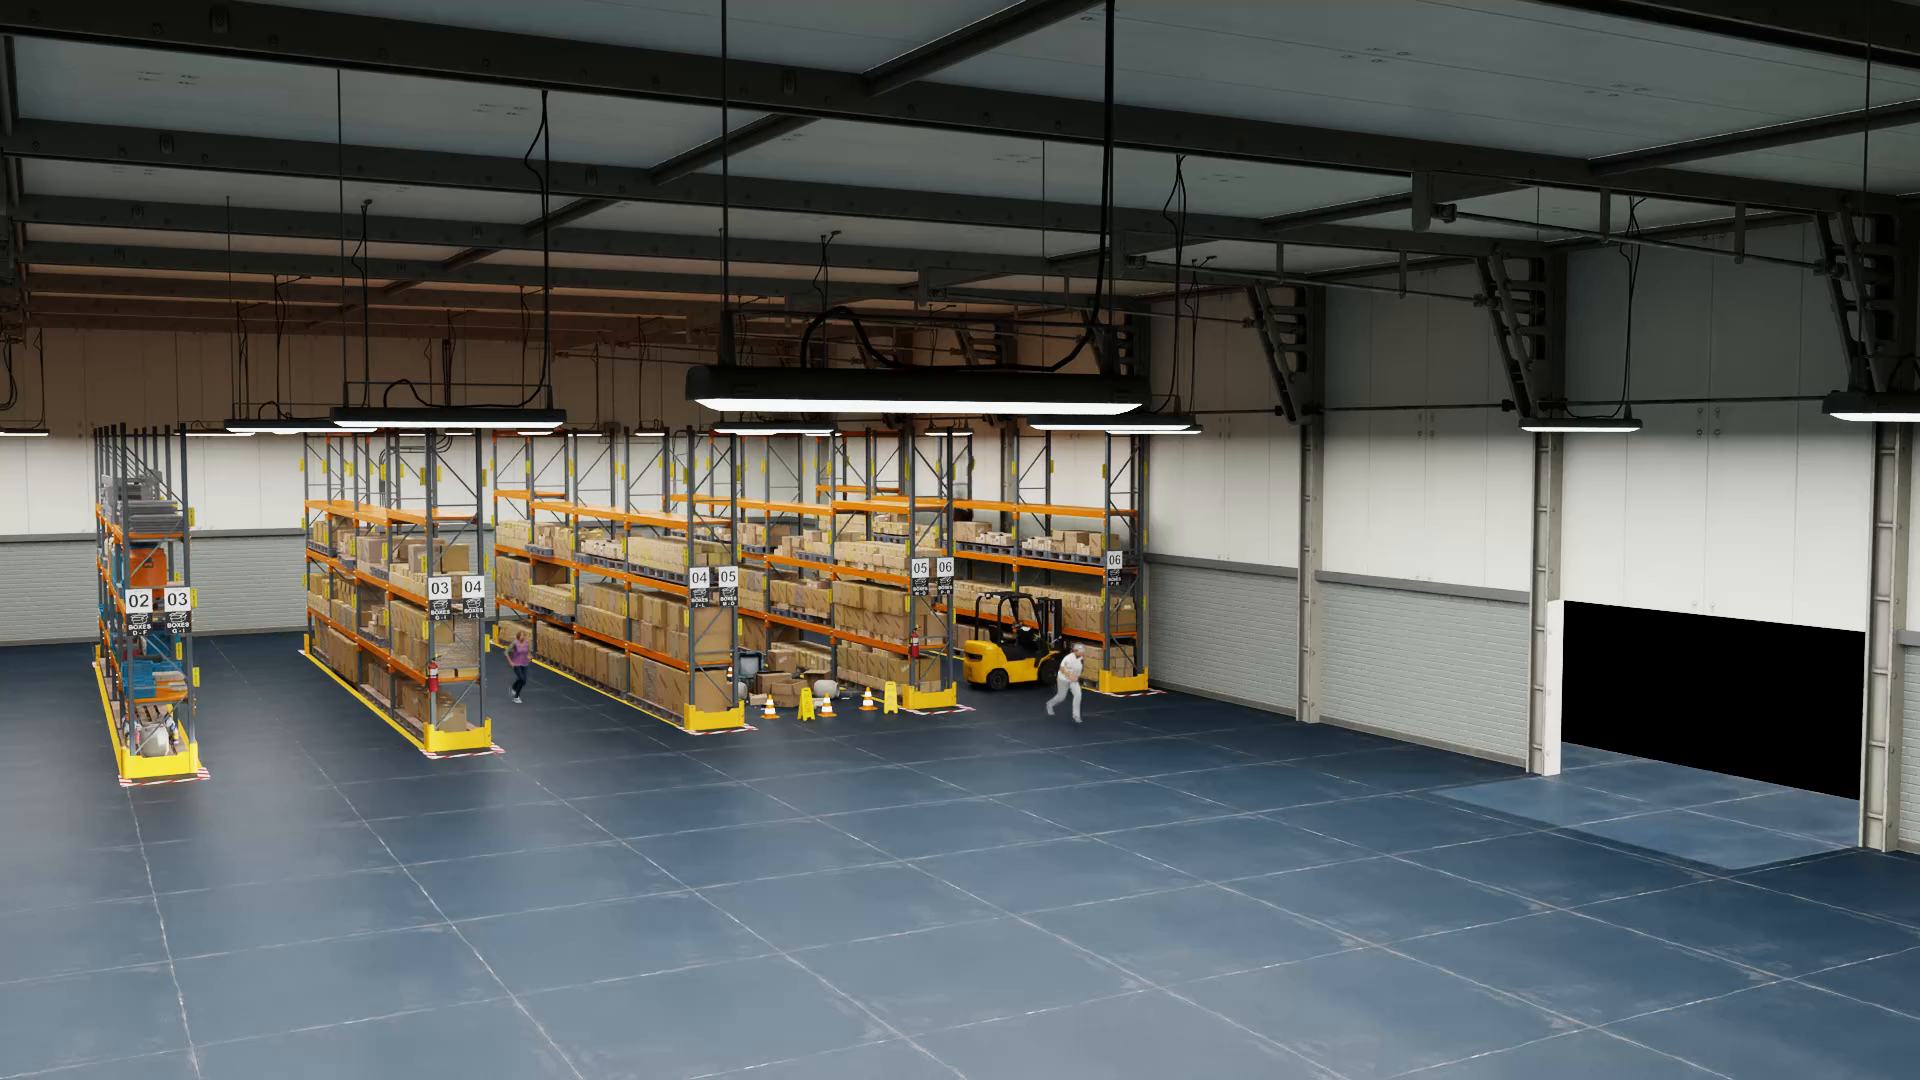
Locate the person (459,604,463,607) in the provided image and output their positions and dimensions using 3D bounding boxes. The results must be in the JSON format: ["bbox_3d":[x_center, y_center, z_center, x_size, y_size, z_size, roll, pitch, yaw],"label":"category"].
[{"bbox_3d":[-12.917,2.182,43.978,0.717,1.785,0.941,-2,4,-26],"label":"person"}]

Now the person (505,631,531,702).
[{"bbox_3d":[-9.562,2.755,36.193,0.541,1.556,0.542,3,5,44],"label":"person"}]

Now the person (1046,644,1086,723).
[{"bbox_3d":[2.169,2.902,33.895,1.027,1.627,0.639,3,5,42],"label":"person"}]
